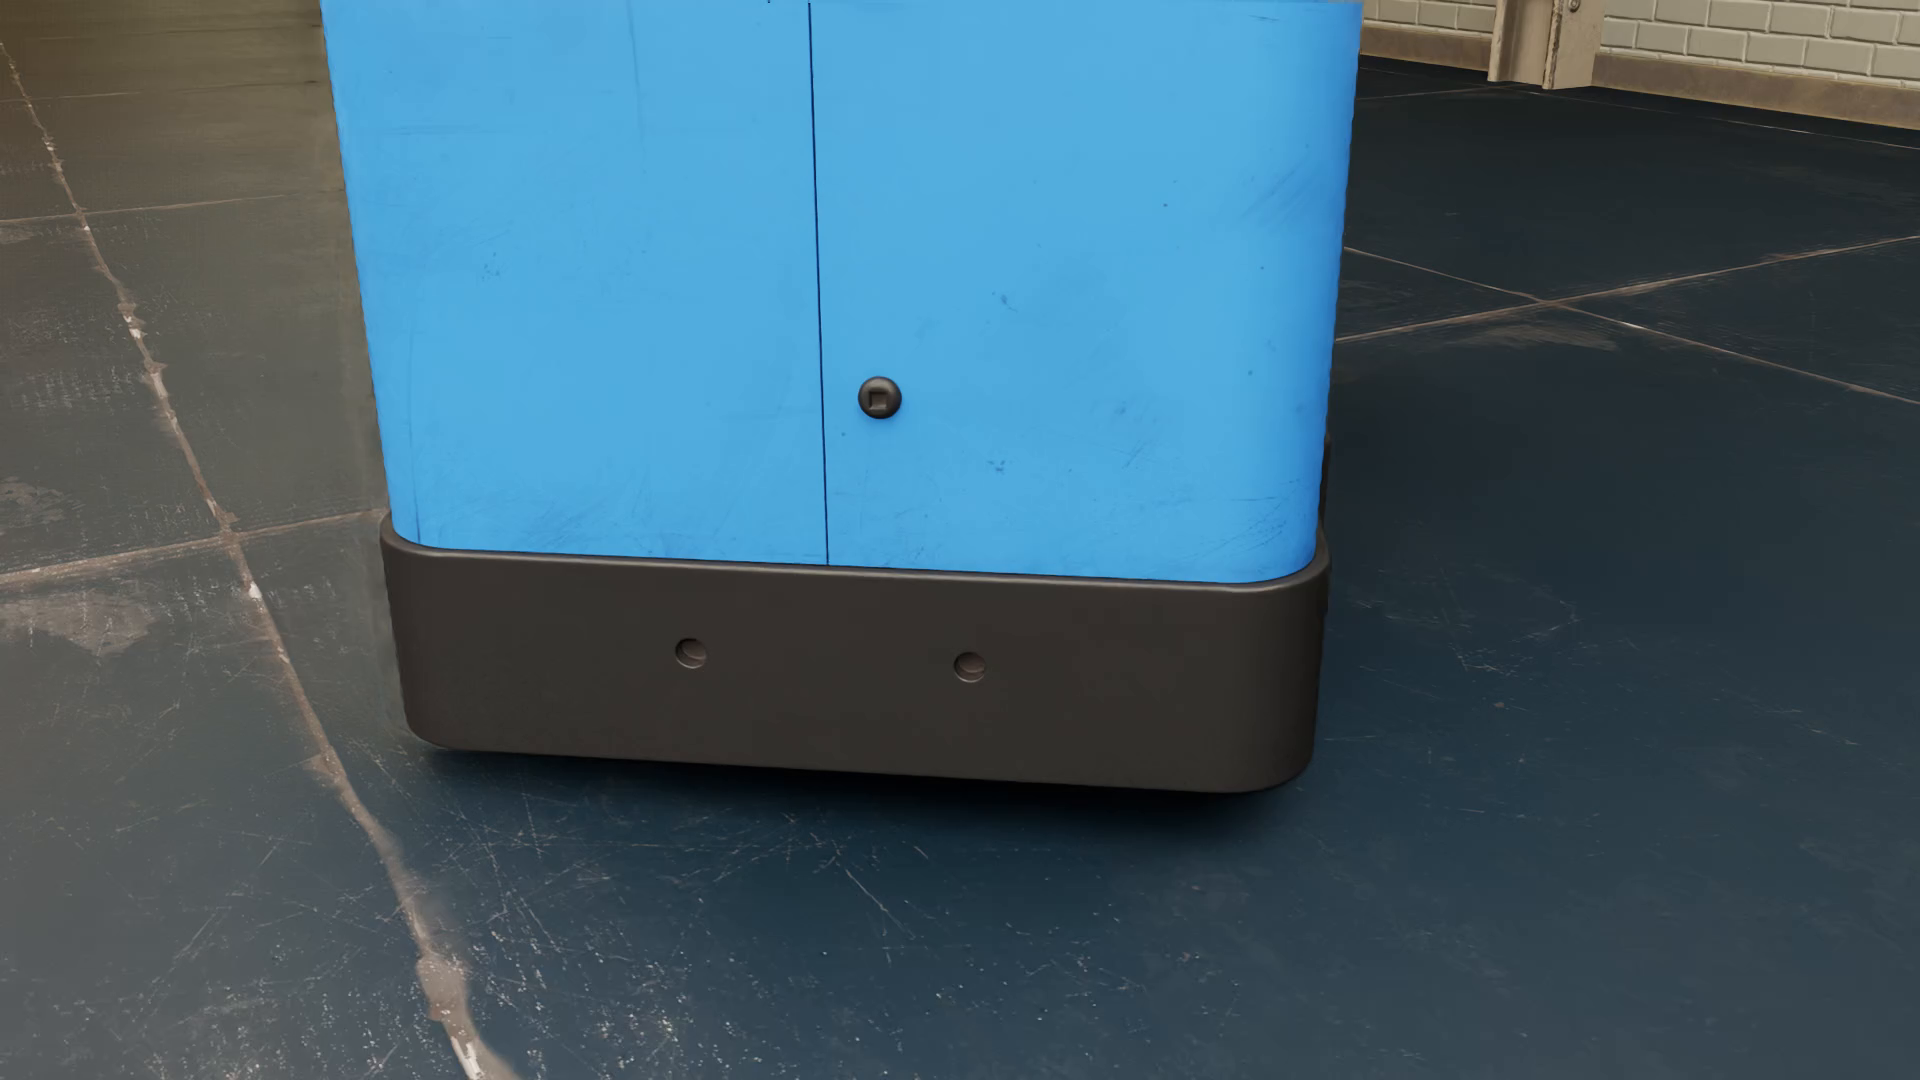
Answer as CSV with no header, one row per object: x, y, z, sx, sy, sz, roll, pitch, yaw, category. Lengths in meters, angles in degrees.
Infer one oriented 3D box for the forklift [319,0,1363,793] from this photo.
0.028,-1.606,2.688,1.130,2.935,3.031,2,22,6,forklift
